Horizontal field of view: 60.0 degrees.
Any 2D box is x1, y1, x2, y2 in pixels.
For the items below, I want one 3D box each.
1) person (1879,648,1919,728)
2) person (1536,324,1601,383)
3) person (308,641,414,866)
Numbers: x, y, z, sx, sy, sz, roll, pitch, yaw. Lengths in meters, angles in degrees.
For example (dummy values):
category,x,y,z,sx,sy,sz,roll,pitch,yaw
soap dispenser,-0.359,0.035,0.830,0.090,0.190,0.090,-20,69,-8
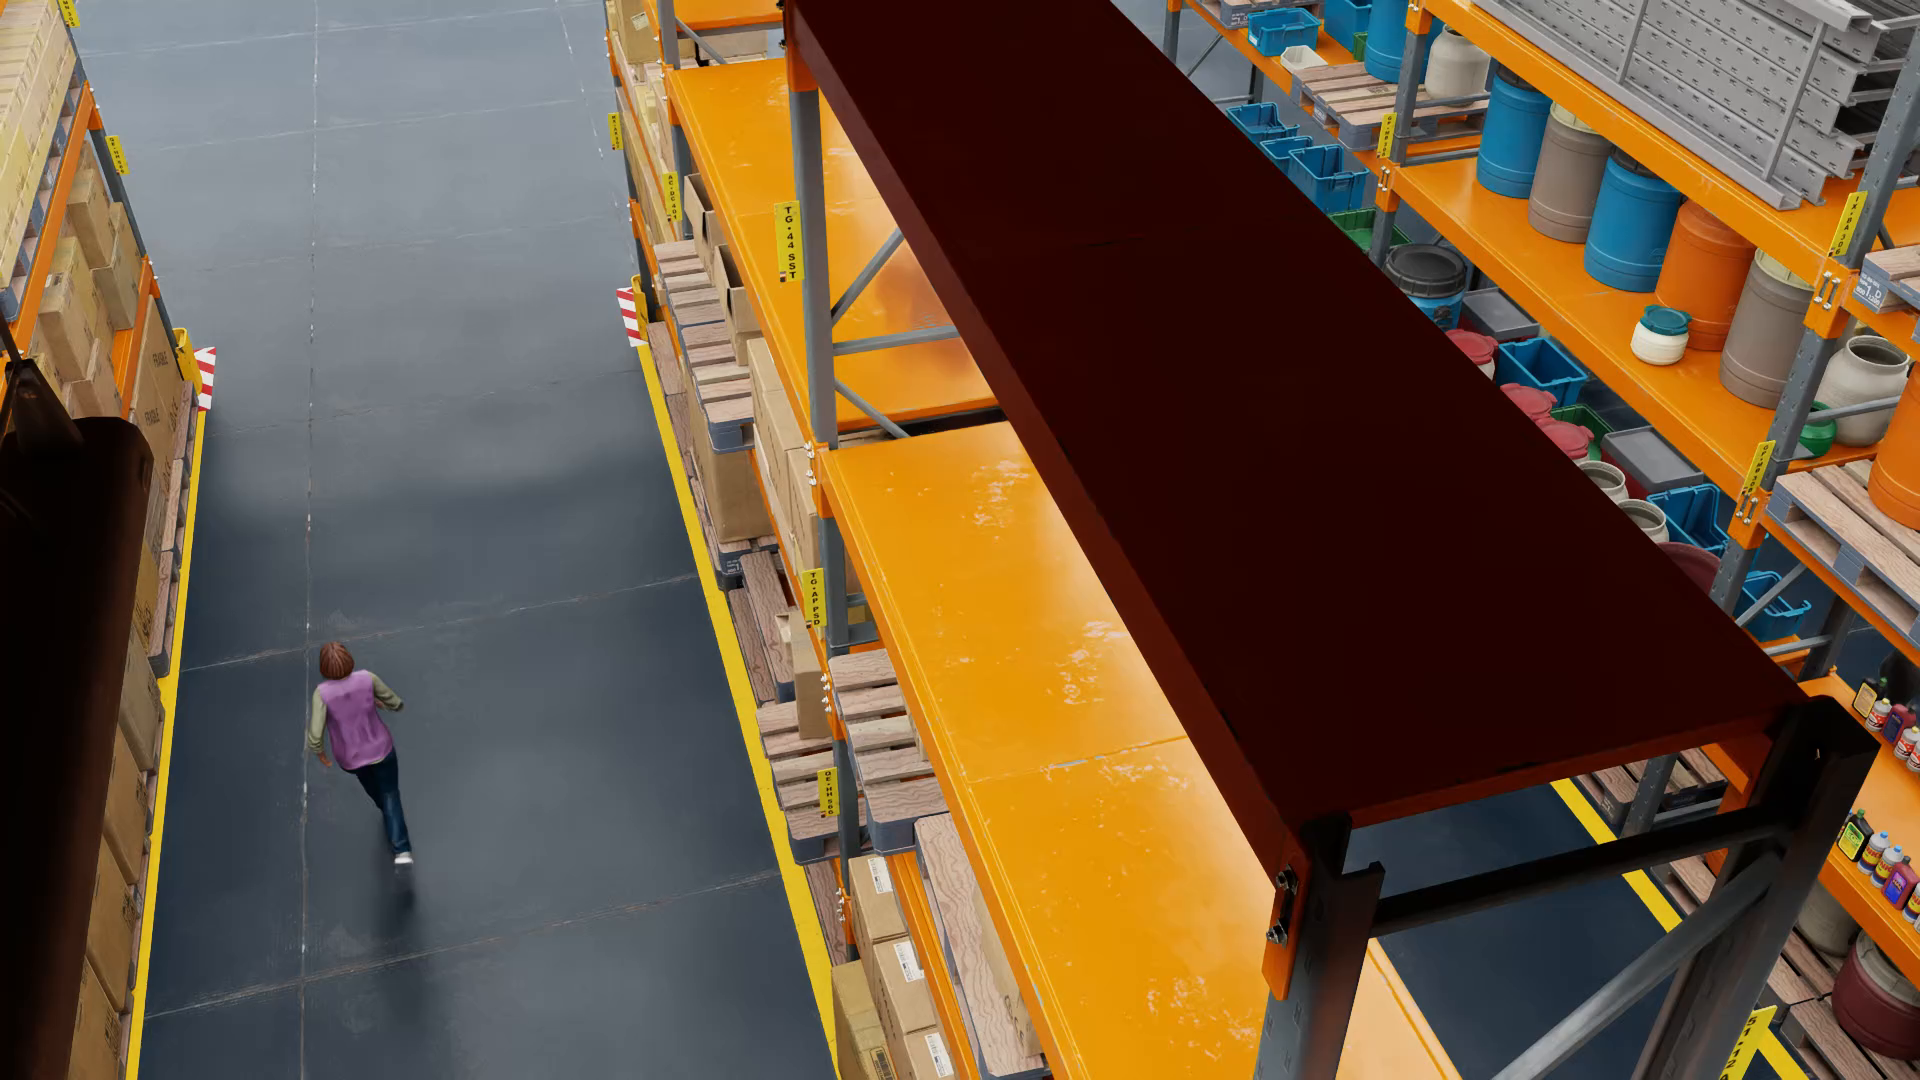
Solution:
category,x,y,z,sx,sy,sz,roll,pitch,yaw
person,6.070,0.730,10.592,0.555,1.633,0.632,-10,40,-12
person,5.239,-2.129,14.065,0.641,1.816,0.915,-25,45,-28
person,-3.538,1.292,9.926,0.565,1.583,0.921,-18,42,-21
